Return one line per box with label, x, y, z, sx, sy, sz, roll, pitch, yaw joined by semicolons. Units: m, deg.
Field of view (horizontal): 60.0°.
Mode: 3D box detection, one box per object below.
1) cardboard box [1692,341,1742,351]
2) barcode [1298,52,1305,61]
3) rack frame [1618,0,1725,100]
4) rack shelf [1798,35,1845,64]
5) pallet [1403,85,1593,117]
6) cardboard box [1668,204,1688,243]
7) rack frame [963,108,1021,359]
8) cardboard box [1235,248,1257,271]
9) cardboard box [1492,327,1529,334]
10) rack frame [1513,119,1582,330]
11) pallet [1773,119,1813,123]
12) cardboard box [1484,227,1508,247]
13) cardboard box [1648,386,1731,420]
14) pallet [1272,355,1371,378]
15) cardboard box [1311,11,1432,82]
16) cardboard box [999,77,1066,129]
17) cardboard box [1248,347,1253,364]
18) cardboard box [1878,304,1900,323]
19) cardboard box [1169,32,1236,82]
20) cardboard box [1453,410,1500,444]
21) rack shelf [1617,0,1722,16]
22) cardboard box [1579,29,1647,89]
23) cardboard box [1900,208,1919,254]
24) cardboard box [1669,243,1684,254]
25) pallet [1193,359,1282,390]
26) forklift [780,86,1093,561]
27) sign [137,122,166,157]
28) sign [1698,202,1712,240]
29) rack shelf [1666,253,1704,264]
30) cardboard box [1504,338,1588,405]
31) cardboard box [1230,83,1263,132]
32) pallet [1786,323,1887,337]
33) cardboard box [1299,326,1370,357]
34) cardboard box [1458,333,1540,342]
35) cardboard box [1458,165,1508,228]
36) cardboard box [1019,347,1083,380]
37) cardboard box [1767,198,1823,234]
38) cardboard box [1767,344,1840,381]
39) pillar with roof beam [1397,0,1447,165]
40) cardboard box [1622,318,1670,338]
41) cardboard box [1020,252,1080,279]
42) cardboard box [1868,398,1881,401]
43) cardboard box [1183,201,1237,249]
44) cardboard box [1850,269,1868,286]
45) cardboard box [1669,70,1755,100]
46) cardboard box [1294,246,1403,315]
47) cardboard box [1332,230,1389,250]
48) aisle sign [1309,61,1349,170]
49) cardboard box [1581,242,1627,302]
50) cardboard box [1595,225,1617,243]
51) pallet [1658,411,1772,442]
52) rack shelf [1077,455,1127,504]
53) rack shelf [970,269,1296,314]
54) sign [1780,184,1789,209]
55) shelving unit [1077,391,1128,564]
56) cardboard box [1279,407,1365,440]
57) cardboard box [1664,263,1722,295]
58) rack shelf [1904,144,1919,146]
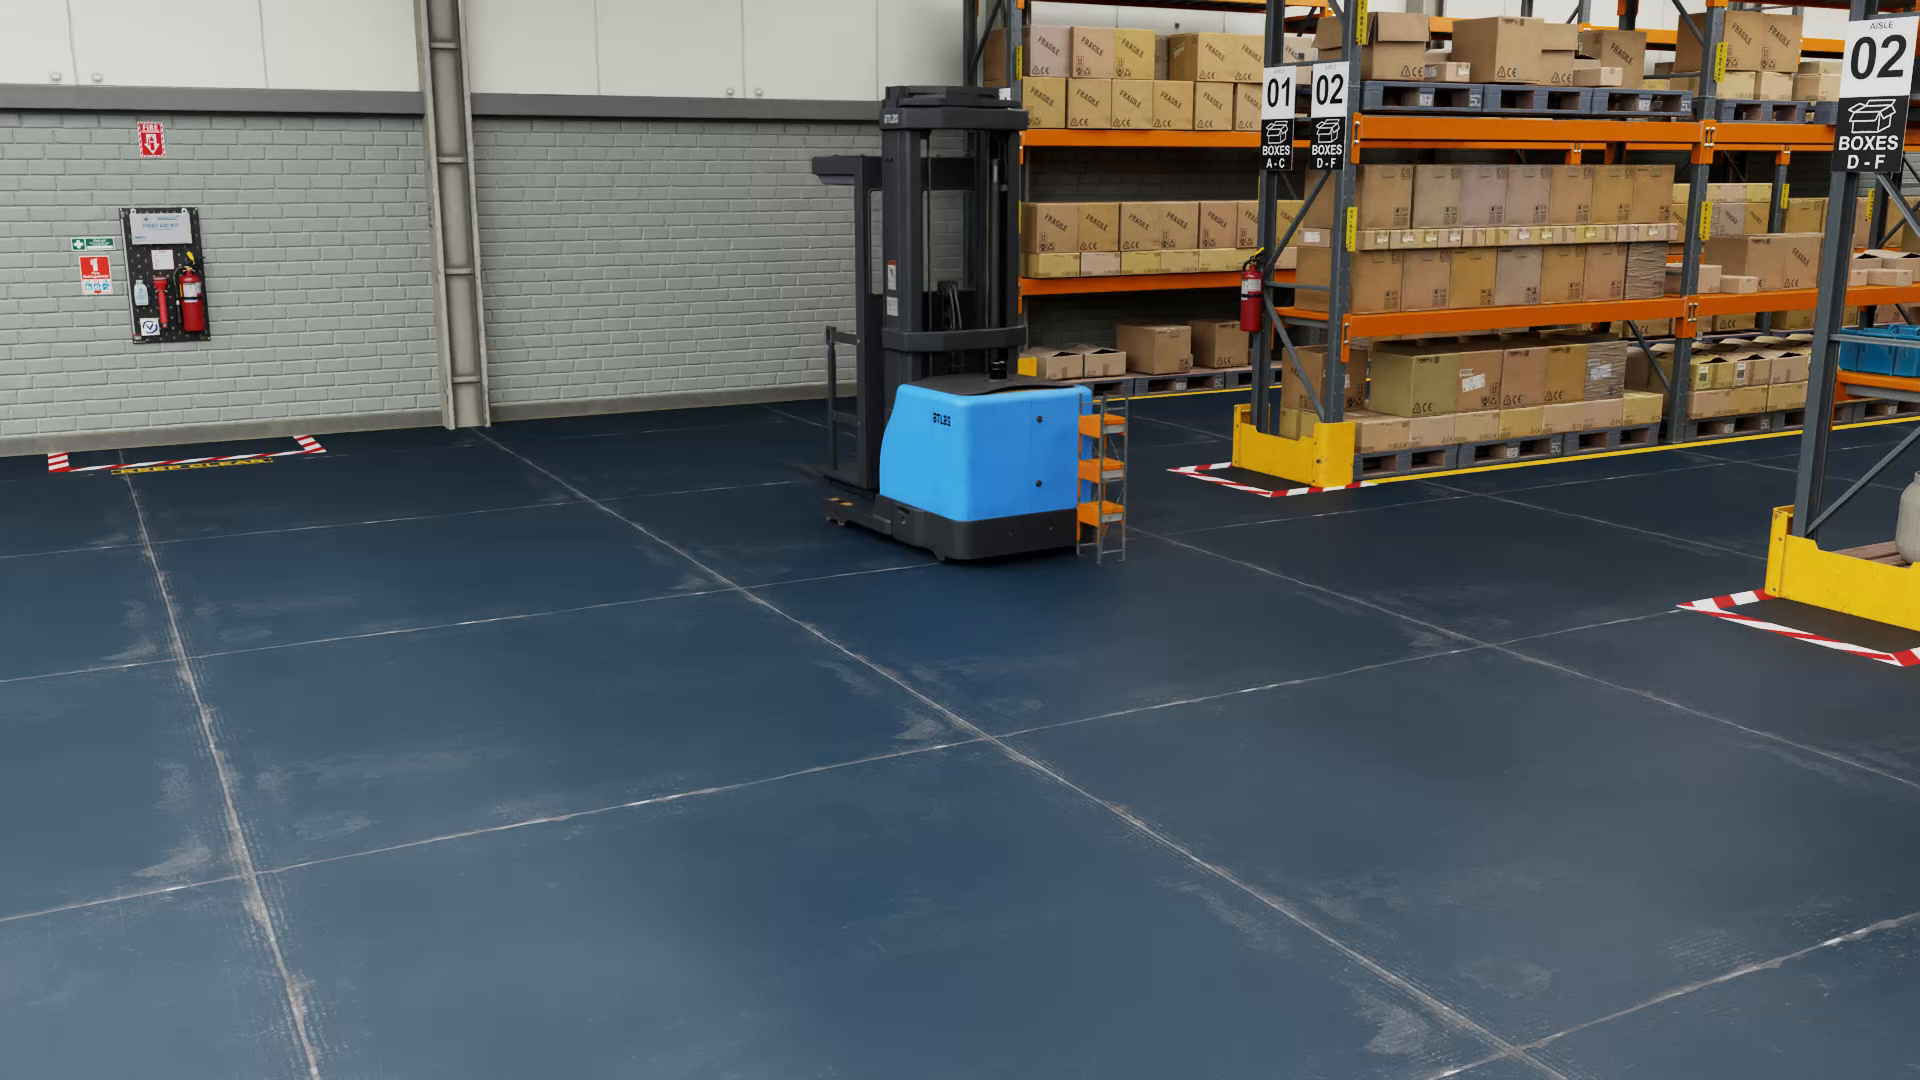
cardboard box;7.321;-1.763;16.139;0.500;0.311;0.500;-7;14;-28
barcode;2.733;-3.870;13.321;0.075;0.075;0.001;-7;14;-28
rack frame;6.210;-5.347;14.371;0.127;3.000;1.000;-7;14;-28
rack shelf;12.611;-6.807;23.409;4.000;0.370;1.077;-7;14;-28
pallet;4.404;-3.618;13.723;1.213;0.211;1.003;-7;14;-28
cardboard box;9.247;-4.162;21.820;0.500;0.500;0.500;-6;14;-26
rack frame;0.322;-2.953;17.400;0.127;3.000;1.000;-7;14;-28
cardboard box;3.122;-3.152;18.577;0.500;0.250;0.500;-7;14;-28
cardboard box;6.737;-2.704;20.985;0.500;0.500;0.700;-7;14;-27
rack frame;7.344;-3.795;21.140;0.127;3.000;1.000;-7;14;-28
pallet;11.578;-5.720;23.063;1.213;0.211;1.003;-7;14;-28
cardboard box;4.276;-2.500;13.680;0.250;0.149;0.380;-7;14;-29
cardboard box;6.683;-1.278;15.262;0.500;0.250;0.500;-7;15;-29
pallet;4.516;-2.096;19.941;1.213;0.211;1.003;-7;14;-28
cardboard box;3.206;-3.846;13.023;0.637;0.503;0.797;-6;14;-24
cardboard box;0.736;-4.462;17.000;0.500;0.500;0.500;-6;14;-26
cardboard box;3.378;-2.144;19.257;0.250;0.166;0.380;-9;16;-35
cardboard box;13.361;-3.476;24.461;0.500;0.500;0.700;-7;14;-28
cardboard box;2.594;-5.162;17.833;0.500;0.500;0.500;-7;15;-30
cardboard box;4.153;-0.982;13.946;0.500;0.250;0.500;-7;14;-28
rack shelf;4.455;-4.590;13.559;4.000;0.370;1.077;-7;14;-28
cardboard box;5.642;-4.203;14.618;0.500;0.500;0.500;-6;14;-23
cardboard box;10.220;-3.182;17.233;0.700;0.500;0.500;11;17;41
cardboard box;9.319;-3.862;21.964;0.250;0.149;0.380;-6;14;-26
pallet;3.261;-1.936;19.232;1.213;0.211;1.003;-7;14;-28
forklift;-0.325;-1.574;11.428;1.130;2.935;3.031;-7;15;-30
sign;-6.986;-3.459;14.368;0.199;0.298;0.001;-7;14;-28
sign;6.478;-2.774;14.451;0.005;0.325;0.100;-7;14;-28
rack shelf;9.100;-3.654;22.154;4.000;0.370;1.077;-7;14;-28
cardboard box;5.026;-1.455;14.338;0.500;0.500;0.500;-7;14;-28
cardboard box;3.059;-4.745;18.254;0.500;0.500;0.500;-8;15;-33
pallet;12.632;-3.049;24.178;1.213;0.211;1.003;-7;14;-28
cardboard box;4.472;-2.450;19.854;0.500;0.500;0.700;-6;14;-26
cardboard box;4.776;-1.555;14.787;0.500;0.500;0.500;-7;14;-28
cardboard box;4.063;-2.842;13.725;0.500;0.500;0.700;-7;14;-28
cardboard box;0.973;-1.912;17.893;0.500;0.311;0.500;-9;15;-34
cardboard box;11.339;-4.416;23.216;0.700;0.700;0.980;-7;14;-27
cardboard box;8.041;-1.714;15.923;0.500;0.311;0.500;-6;14;-26
pillar with roof beam;7.852;-5.922;16.928;0.400;9.000;9.100;-7;14;-28
cardboard box;8.825;-3.094;21.965;0.750;0.750;0.750;-7;14;-28
cardboard box;0.903;-2.880;17.371;0.500;0.250;0.500;-7;15;-29
cardboard box;8.926;-1.547;16.456;0.500;0.250;0.500;-7;14;-29
cardboard box;2.684;-3.463;18.252;0.500;0.500;0.500;-7;15;-29
cardboard box;8.629;-2.573;16.283;0.250;0.149;0.380;-6;14;-24
cardboard box;6.756;-4.078;14.951;0.500;0.250;0.500;-5;14;-22
cardboard box;3.115;-2.094;13.356;0.500;0.500;0.700;-7;14;-28
cardboard box;3.147;-2.364;13.077;0.250;0.149;0.380;-7;14;-28
aisle sign;2.788;-3.201;12.581;0.004;0.787;0.394;-7;14;-28
cardboard box;5.364;-2.364;14.554;0.500;0.500;0.700;-7;14;-28
cardboard box;5.398;-2.634;14.275;0.250;0.149;0.380;-7;14;-28
pallet;6.838;-1.144;15.714;1.213;0.211;1.003;-7;14;-28
rack shelf;0.894;-0.383;10.470;0.215;0.259;0.240;-7;14;-28
rack shelf;2.078;-2.813;18.414;4.000;0.370;1.077;-7;14;-28
sign;11.124;-4.638;22.431;0.005;0.325;0.100;-7;14;-28
shelving unit;0.894;-0.394;10.467;0.215;1.050;0.252;-7;14;-28
cardboard box;3.028;-0.976;13.919;0.500;0.250;0.500;-7;14;-28
cardboard box;6.621;-2.407;15.314;0.500;0.250;0.500;-6;14;-24
rack shelf;11.477;-4.163;17.584;4.000;0.370;1.077;-7;14;-28
